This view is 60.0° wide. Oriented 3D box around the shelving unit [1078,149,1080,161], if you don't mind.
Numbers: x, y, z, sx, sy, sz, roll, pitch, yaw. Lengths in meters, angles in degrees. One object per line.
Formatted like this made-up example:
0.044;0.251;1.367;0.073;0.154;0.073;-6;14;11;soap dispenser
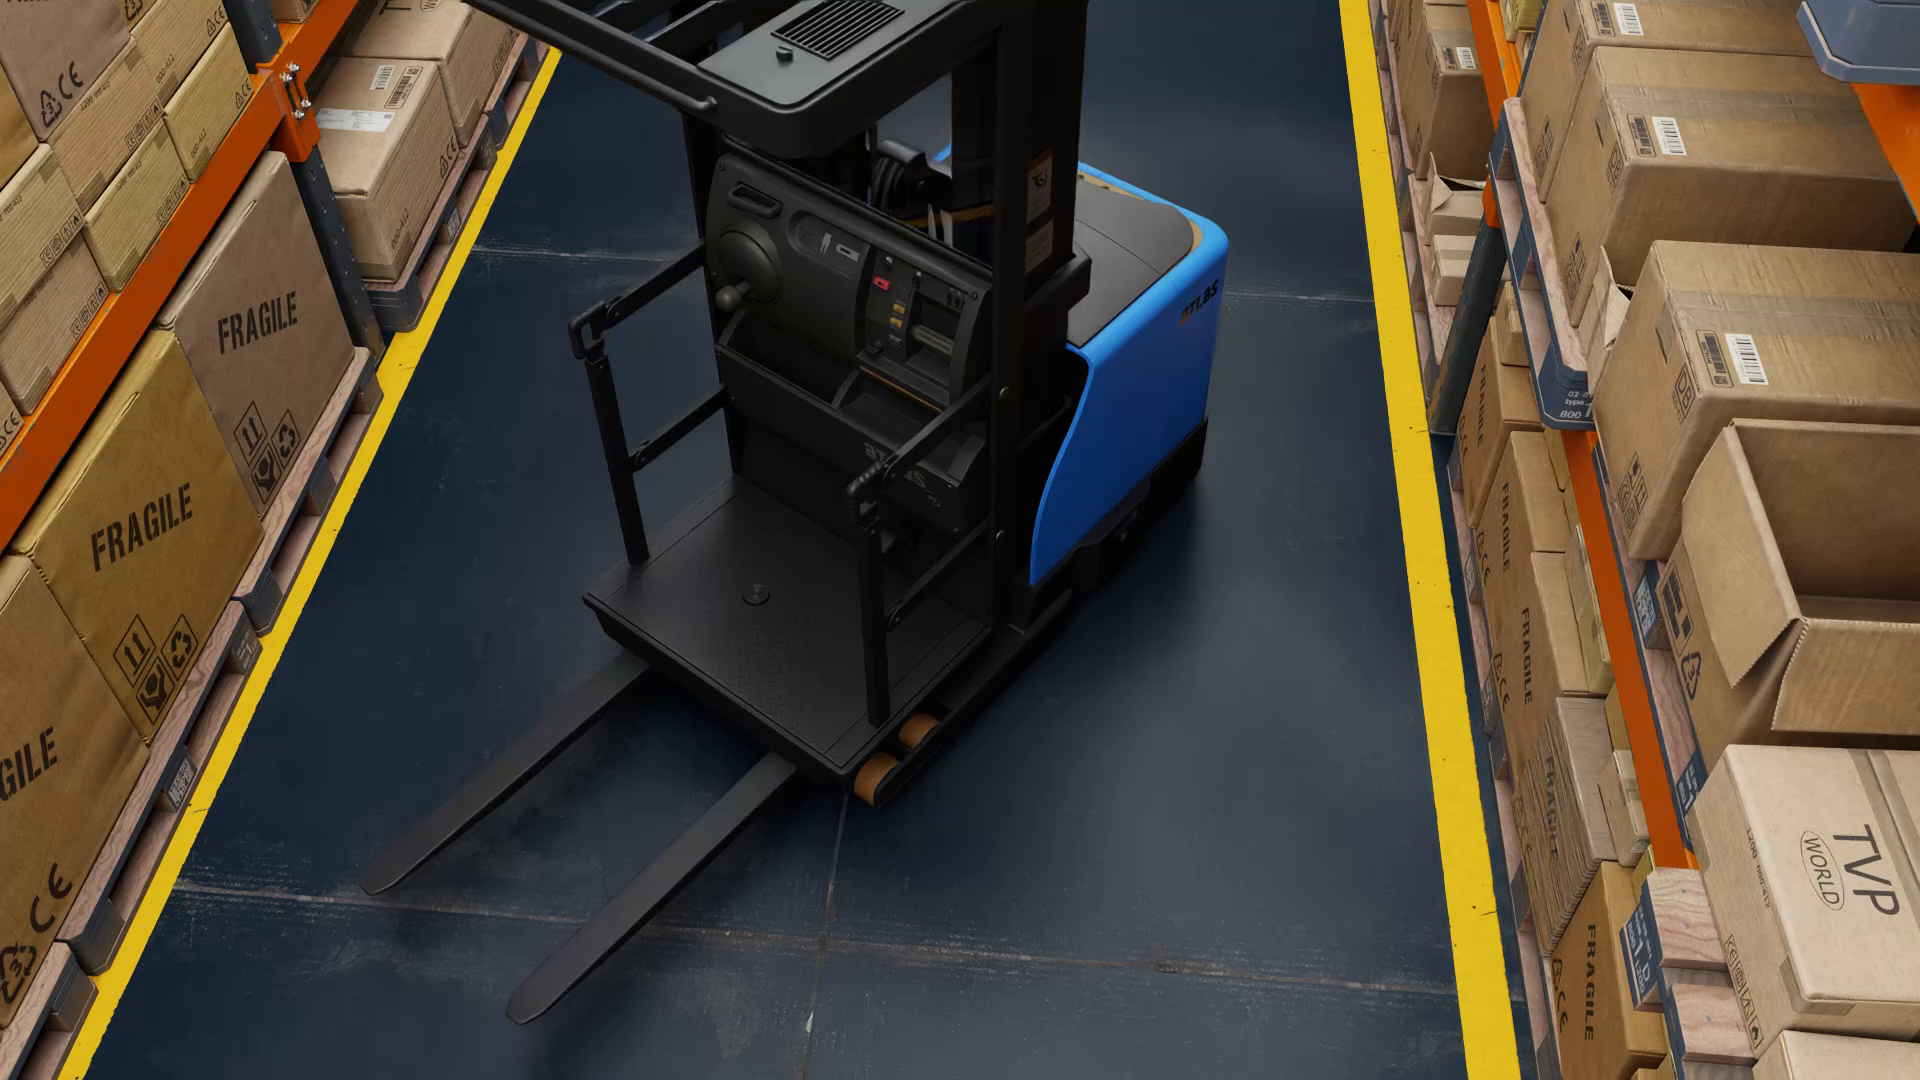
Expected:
0.258;-1.040;6.091;0.258;0.900;0.210;28;53;23;shelving unit

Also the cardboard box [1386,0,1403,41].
2.323;-2.576;7.482;0.700;0.500;0.500;6;48;5;cardboard box

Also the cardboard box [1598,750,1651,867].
1.802;0.663;4.081;0.380;0.149;0.250;2;48;2;cardboard box

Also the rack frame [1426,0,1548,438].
2.225;-1.407;5.004;1.000;3.000;0.127;4;48;4;rack frame

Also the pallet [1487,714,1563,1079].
2.080;1.034;4.662;1.003;0.211;1.213;4;48;4;pallet

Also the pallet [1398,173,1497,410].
2.289;-0.970;6.494;1.003;0.211;1.213;4;48;4;pallet

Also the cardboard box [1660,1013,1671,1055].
1.785;1.051;3.725;0.380;0.149;0.250;5;48;5;cardboard box

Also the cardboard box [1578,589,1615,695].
1.871;0.286;4.426;0.380;0.149;0.250;5;48;5;cardboard box

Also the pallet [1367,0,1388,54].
2.511;-2.763;8.134;1.003;0.211;1.213;4;48;4;pallet

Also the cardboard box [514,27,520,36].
-2.389;-2.789;7.720;0.875;0.438;0.875;5;48;5;cardboard box

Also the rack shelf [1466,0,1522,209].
2.408;-2.634;6.614;1.077;0.370;4.000;4;48;4;rack shelf

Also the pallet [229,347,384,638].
-2.713;-0.225;5.812;1.003;0.211;1.213;4;48;4;pallet

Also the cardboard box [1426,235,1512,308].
1.984;-1.016;6.293;0.380;0.149;0.250;3;48;2;cardboard box

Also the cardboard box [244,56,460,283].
-2.554;-1.469;6.513;0.875;0.438;0.875;3;48;3;cardboard box

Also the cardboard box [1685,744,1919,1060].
1.635;0.644;2.945;0.500;0.250;0.500;2;48;2;cardboard box

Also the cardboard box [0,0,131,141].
-2.548;-1.383;4.237;0.500;0.500;0.500;5;48;4;cardboard box

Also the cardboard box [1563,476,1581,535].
1.956;-0.078;4.758;0.380;0.149;0.250;3;48;3;cardboard box

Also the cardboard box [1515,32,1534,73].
2.003;-1.573;5.326;0.380;0.149;0.250;4;48;4;cardboard box

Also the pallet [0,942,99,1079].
-2.936;1.568;4.173;1.003;0.211;1.213;4;48;4;pallet

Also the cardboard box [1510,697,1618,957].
1.815;0.775;4.418;0.500;0.500;0.500;2;48;2;cardboard box

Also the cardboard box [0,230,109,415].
-2.620;-0.597;4.365;0.500;0.250;0.500;3;48;2;cardboard box

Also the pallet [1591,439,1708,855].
2.034;0.168;3.694;1.003;0.211;1.213;4;48;4;pallet

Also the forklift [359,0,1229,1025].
-0.453;-0.608;4.320;1.130;2.935;3.031;31;54;25;forklift

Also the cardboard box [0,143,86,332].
-2.595;-0.767;4.181;0.500;0.250;0.500;5;48;4;cardboard box

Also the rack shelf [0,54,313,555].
-2.900;-0.025;4.228;1.077;0.370;4.000;4;48;4;rack shelf

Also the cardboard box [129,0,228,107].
-2.516;-1.516;4.866;0.500;0.250;0.500;4;48;3;cardboard box

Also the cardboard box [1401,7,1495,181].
2.229;-1.813;6.785;0.700;0.500;0.500;2;48;2;cardboard box

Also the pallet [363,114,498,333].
-2.571;-1.350;6.842;1.003;0.211;1.213;4;48;4;pallet

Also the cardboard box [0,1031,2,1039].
-2.937;1.275;3.707;0.875;0.875;0.875;3;48;3;cardboard box

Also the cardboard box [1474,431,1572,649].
1.919;0.027;5.102;0.500;0.500;0.500;3;48;3;cardboard box

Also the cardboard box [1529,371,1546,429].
1.980;-0.469;5.116;0.380;0.149;0.250;3;48;2;cardboard box

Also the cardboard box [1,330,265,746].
-2.769;-0.037;4.907;0.875;0.875;0.875;5;48;5;cardboard box

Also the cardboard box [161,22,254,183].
-2.508;-1.341;5.045;0.500;0.250;0.500;3;48;3;cardboard box

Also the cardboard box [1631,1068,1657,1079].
1.741;1.542;3.716;0.500;0.500;0.500;3;48;3;cardboard box

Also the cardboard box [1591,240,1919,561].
1.840;-0.285;3.625;0.700;0.500;0.500;4;48;3;cardboard box

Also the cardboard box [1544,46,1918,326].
1.911;-0.861;4.153;0.700;0.500;0.500;4;48;4;cardboard box

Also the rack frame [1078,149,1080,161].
0.317;-1.102;6.147;0.240;0.900;0.006;28;53;23;rack frame
